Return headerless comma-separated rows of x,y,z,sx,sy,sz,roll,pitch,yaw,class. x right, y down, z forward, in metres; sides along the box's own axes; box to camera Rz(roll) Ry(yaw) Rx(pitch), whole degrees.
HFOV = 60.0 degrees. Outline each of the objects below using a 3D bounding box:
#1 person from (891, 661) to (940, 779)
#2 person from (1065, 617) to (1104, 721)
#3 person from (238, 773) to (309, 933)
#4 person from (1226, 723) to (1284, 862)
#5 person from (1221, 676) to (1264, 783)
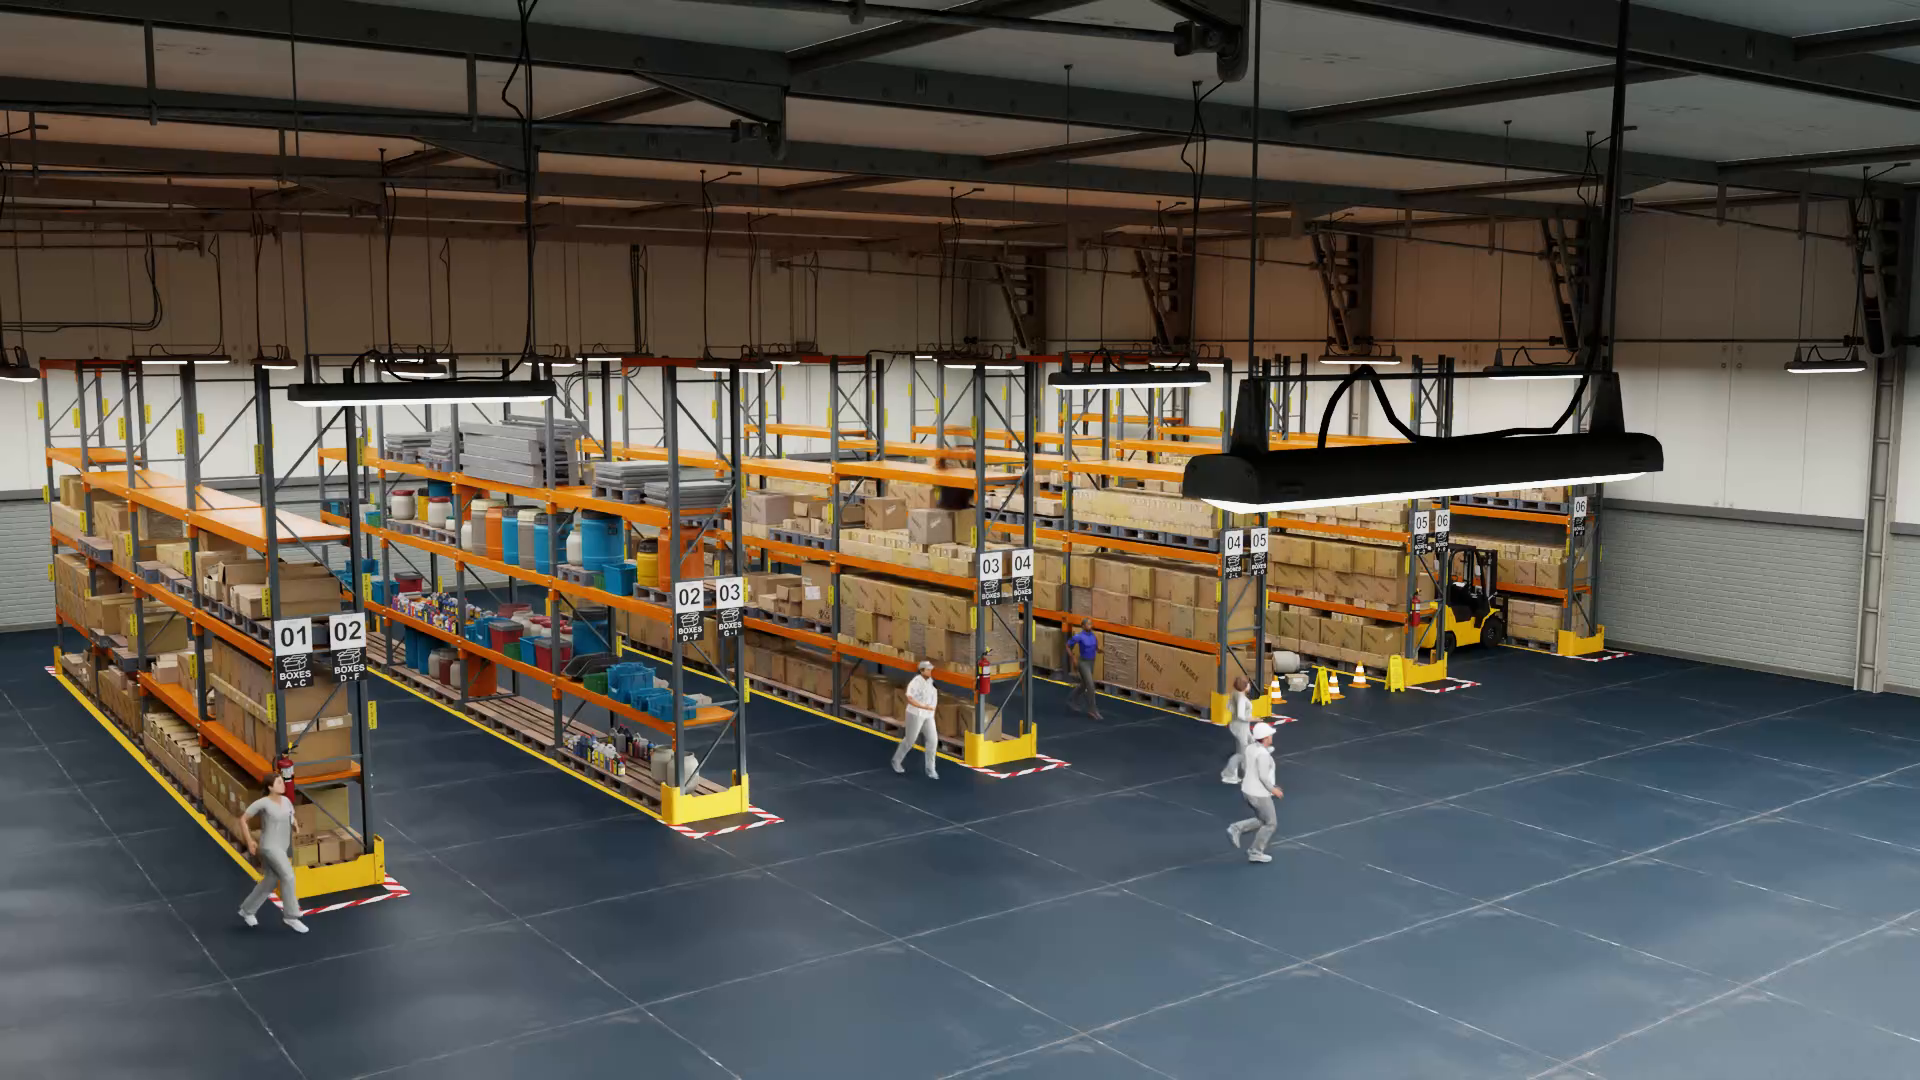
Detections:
-0.568,2.613,24.314,0.760,1.729,0.654,6,9,40,person
2.117,2.148,27.986,0.853,1.671,0.566,6,9,41,person
-7.352,3.346,17.972,0.841,1.664,0.576,2,7,14,person
3.583,3.067,20.205,0.619,1.722,0.643,-1,7,-12,person
4.029,2.704,23.706,0.586,1.558,0.508,0,7,3,person
